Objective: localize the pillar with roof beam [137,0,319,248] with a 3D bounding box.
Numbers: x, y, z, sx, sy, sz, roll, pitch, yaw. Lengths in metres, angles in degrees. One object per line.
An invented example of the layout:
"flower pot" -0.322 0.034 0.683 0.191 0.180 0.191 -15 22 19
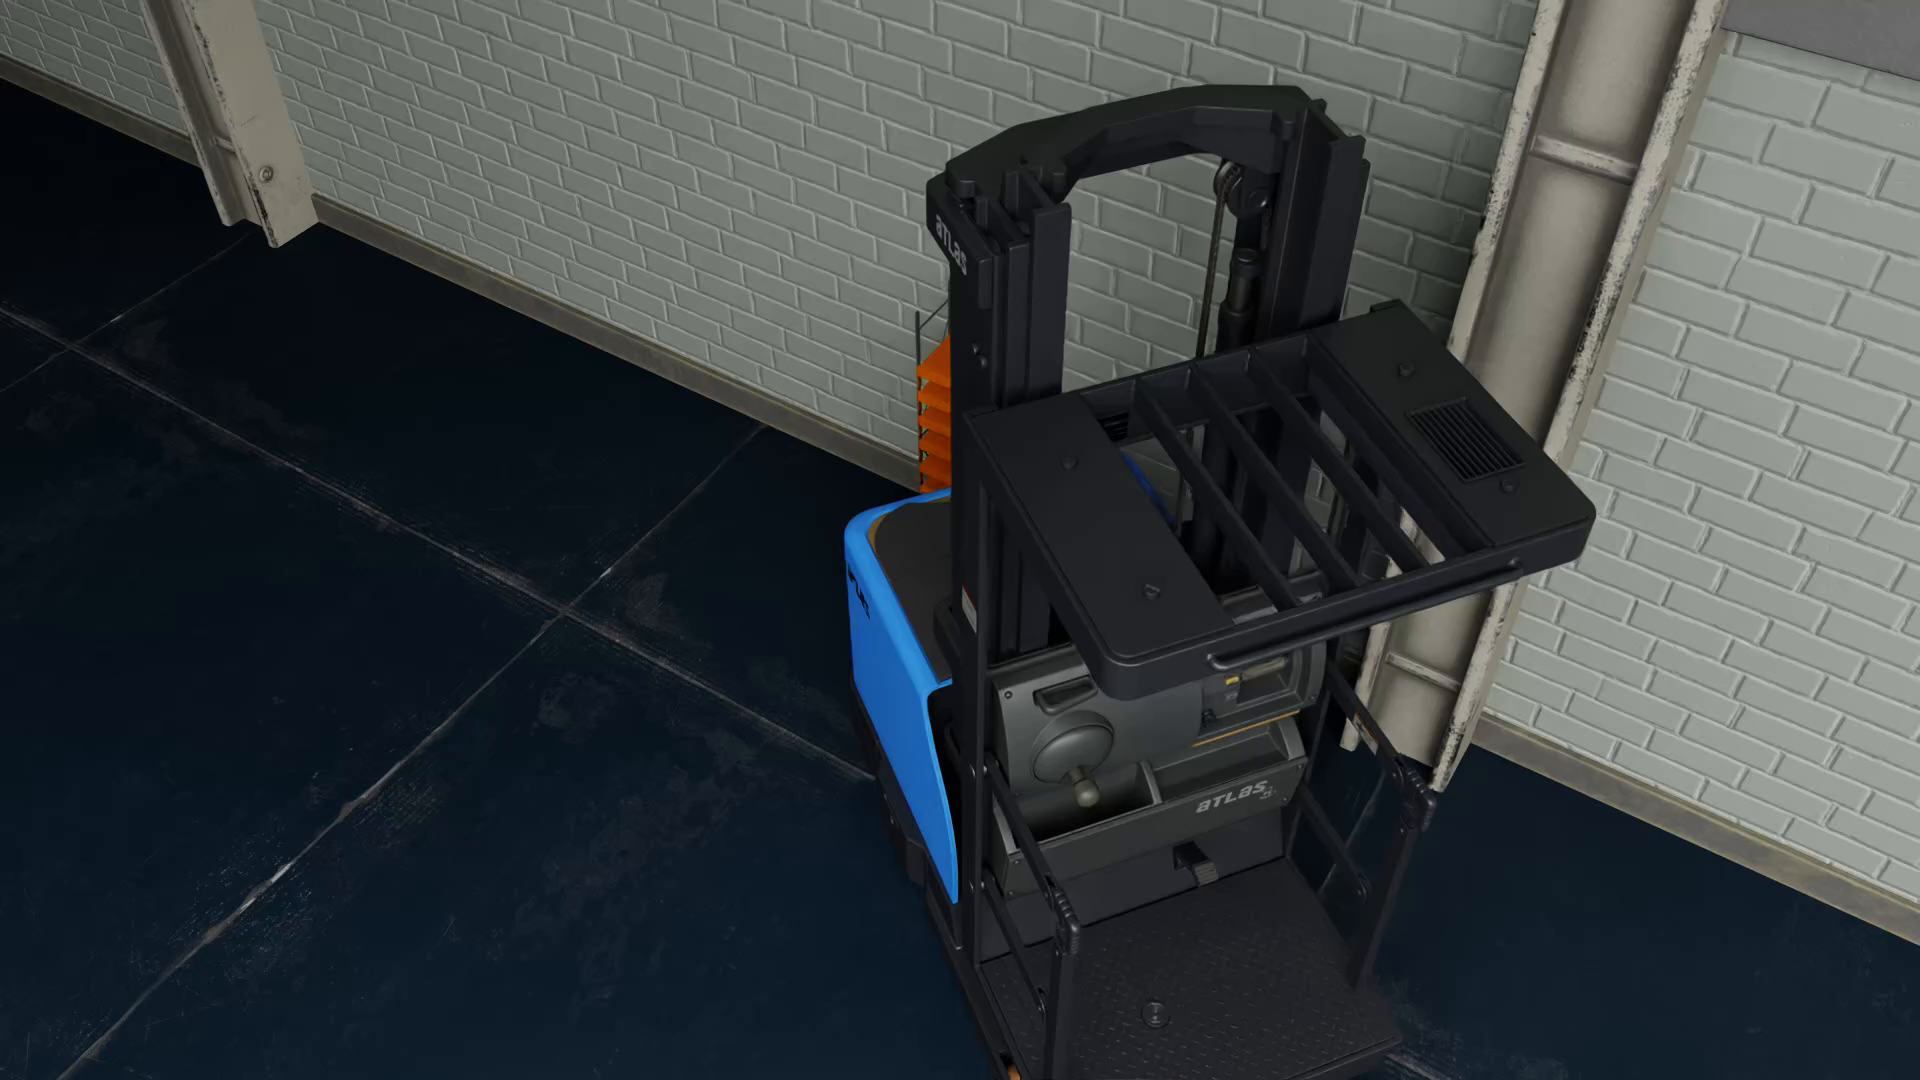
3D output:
"pillar with roof beam" -5.754 -2.133 2.548 0.400 9.000 9.100 25 51 22

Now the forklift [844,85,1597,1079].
"forklift" 0.620 0.505 4.216 1.130 2.935 3.031 -16 48 -15

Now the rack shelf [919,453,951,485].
"rack shelf" -0.015 -0.303 6.437 0.180 0.103 0.258 24 50 21

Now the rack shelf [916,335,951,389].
"rack shelf" -0.015 -0.637 6.093 0.180 0.103 0.258 24 50 21

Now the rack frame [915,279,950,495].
"rack frame" -0.093 -0.452 6.352 0.006 1.200 0.240 24 50 21

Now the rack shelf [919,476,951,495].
"rack shelf" -0.015 -0.219 6.523 0.180 0.103 0.258 24 50 21

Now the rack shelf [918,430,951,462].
"rack shelf" -0.015 -0.386 6.351 0.180 0.103 0.258 24 50 21

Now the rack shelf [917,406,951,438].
"rack shelf" -0.015 -0.470 6.265 0.180 0.103 0.258 24 50 21

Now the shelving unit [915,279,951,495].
"shelving unit" -0.015 -0.417 6.319 0.189 1.200 0.258 24 50 21

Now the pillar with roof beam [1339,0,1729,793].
"pillar with roof beam" -0.703 0.190 0.290 0.400 9.000 9.100 25 51 22

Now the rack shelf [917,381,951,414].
"rack shelf" -0.015 -0.554 6.179 0.180 0.103 0.258 24 50 21
